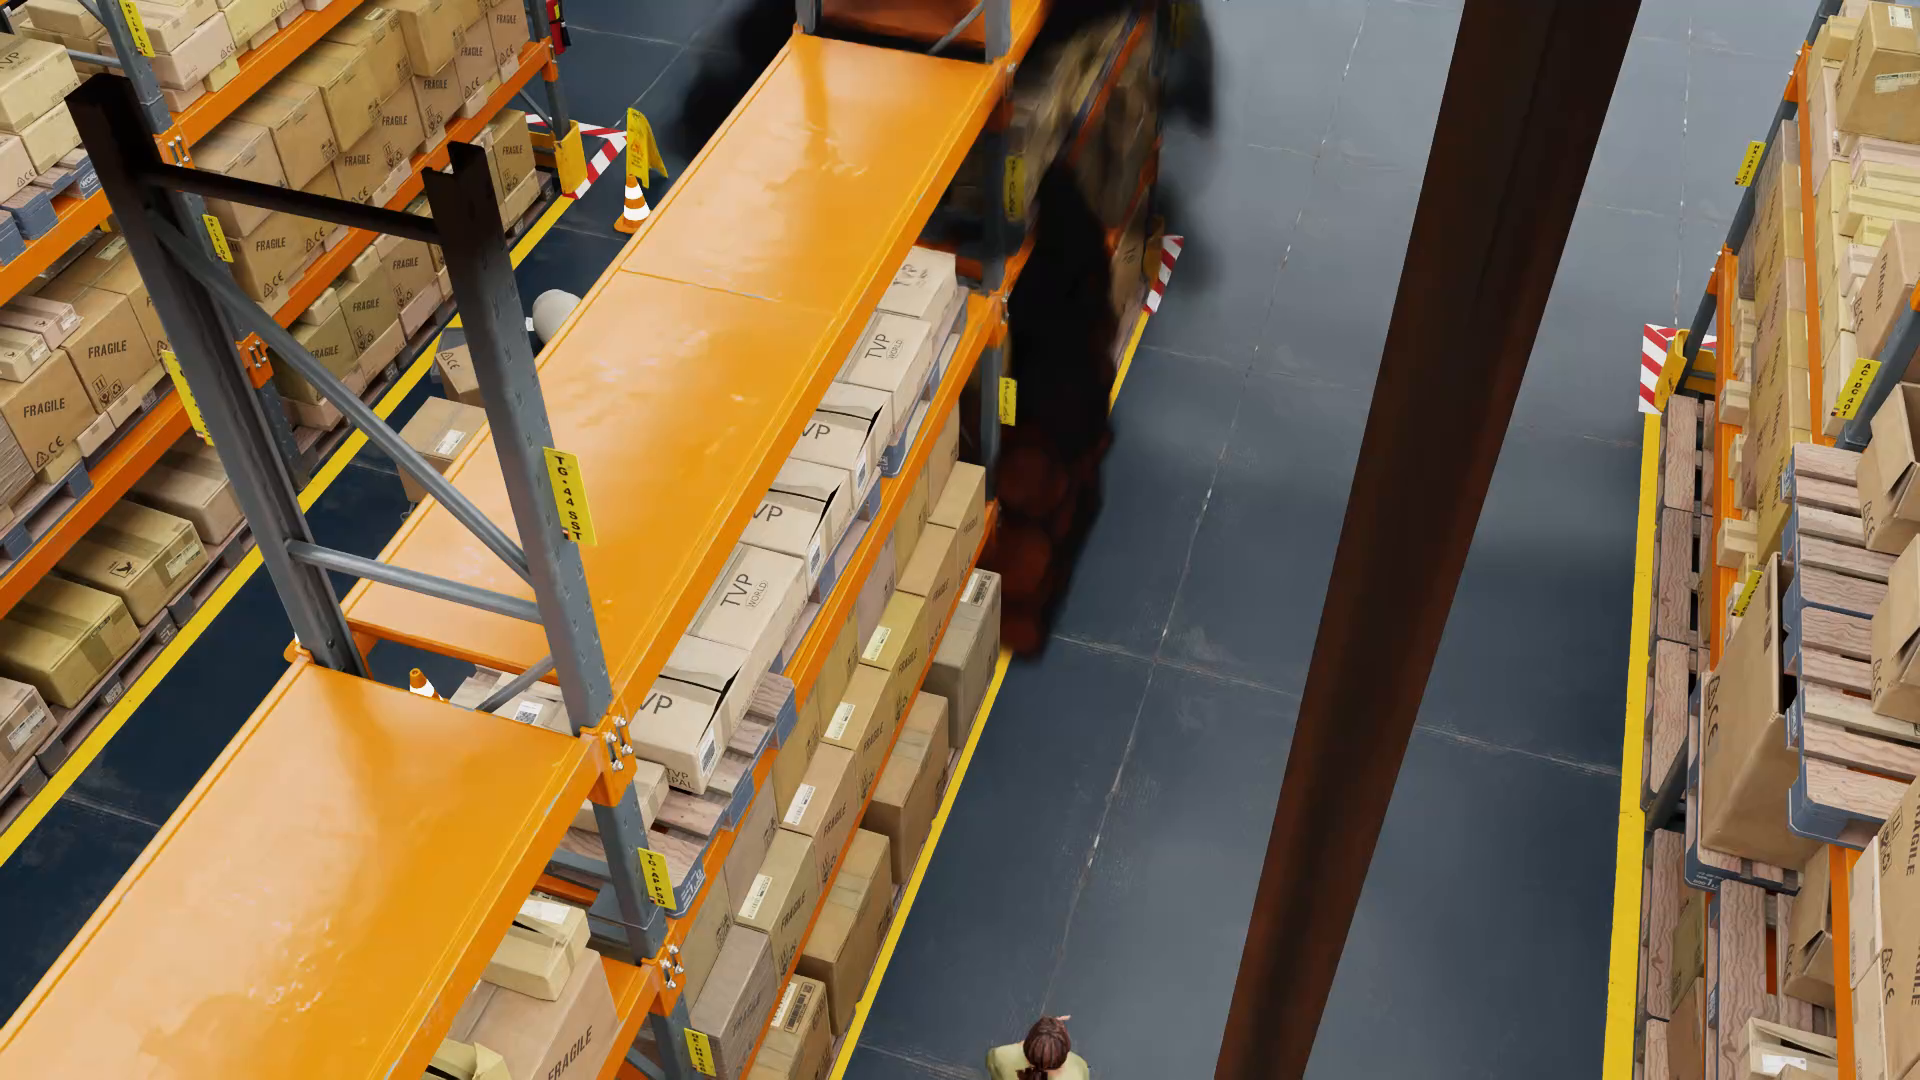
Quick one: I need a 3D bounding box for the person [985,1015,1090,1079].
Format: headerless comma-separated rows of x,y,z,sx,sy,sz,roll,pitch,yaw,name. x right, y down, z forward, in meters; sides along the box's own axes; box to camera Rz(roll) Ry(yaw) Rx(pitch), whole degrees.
0.358,2.482,7.098,0.564,1.693,0.846,15,48,14,person
